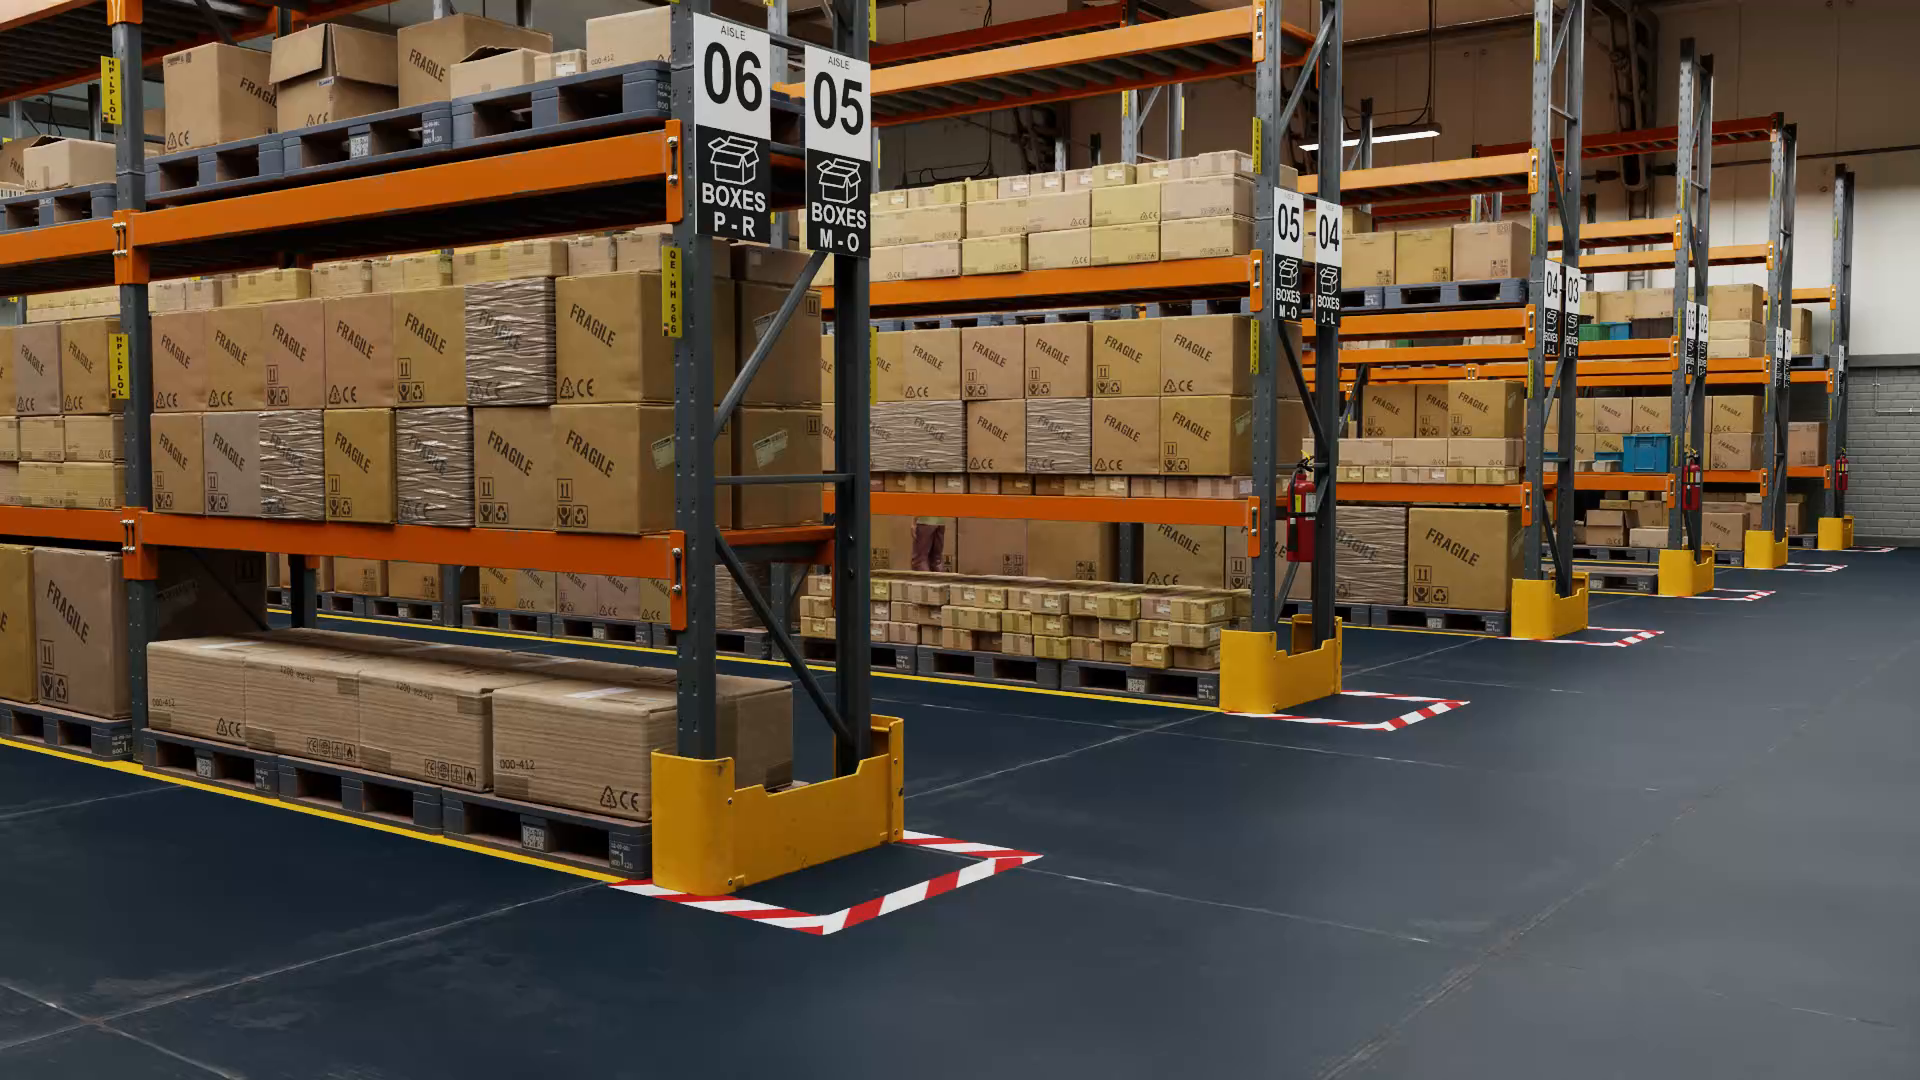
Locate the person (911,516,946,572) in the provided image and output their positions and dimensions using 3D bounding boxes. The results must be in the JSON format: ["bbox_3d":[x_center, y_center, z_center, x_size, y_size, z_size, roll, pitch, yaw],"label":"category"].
[{"bbox_3d":[-0.328,-0.137,16.506,0.352,1.672,0.503,2,4,35],"label":"person"}]
